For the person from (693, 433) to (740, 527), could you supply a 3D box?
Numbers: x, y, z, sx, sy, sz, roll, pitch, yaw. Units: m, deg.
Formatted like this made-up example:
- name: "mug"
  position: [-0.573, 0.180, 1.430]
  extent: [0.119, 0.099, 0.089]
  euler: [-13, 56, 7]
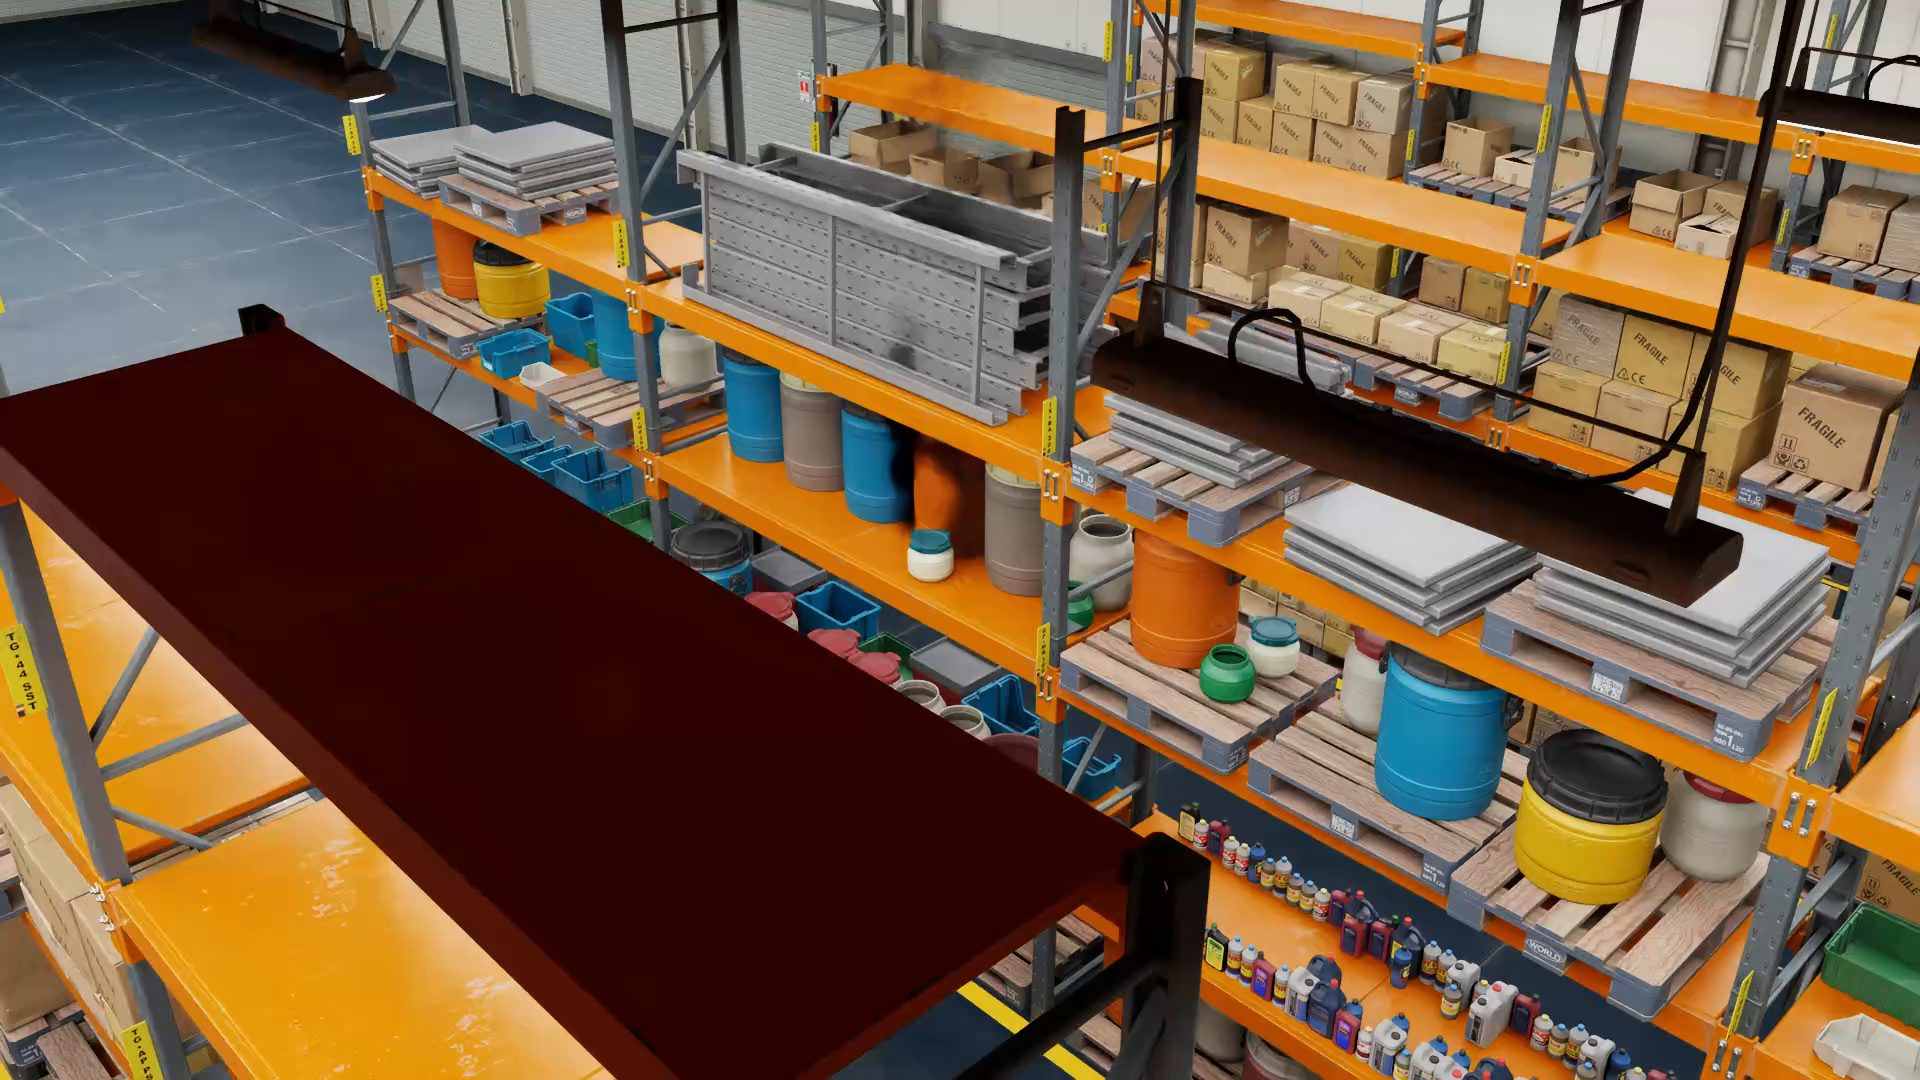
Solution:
- name: "person"
  position: [-2.258, -0.359, 15.681]
  extent: [0.637, 1.834, 0.779]
  euler: [-25, 37, -38]
